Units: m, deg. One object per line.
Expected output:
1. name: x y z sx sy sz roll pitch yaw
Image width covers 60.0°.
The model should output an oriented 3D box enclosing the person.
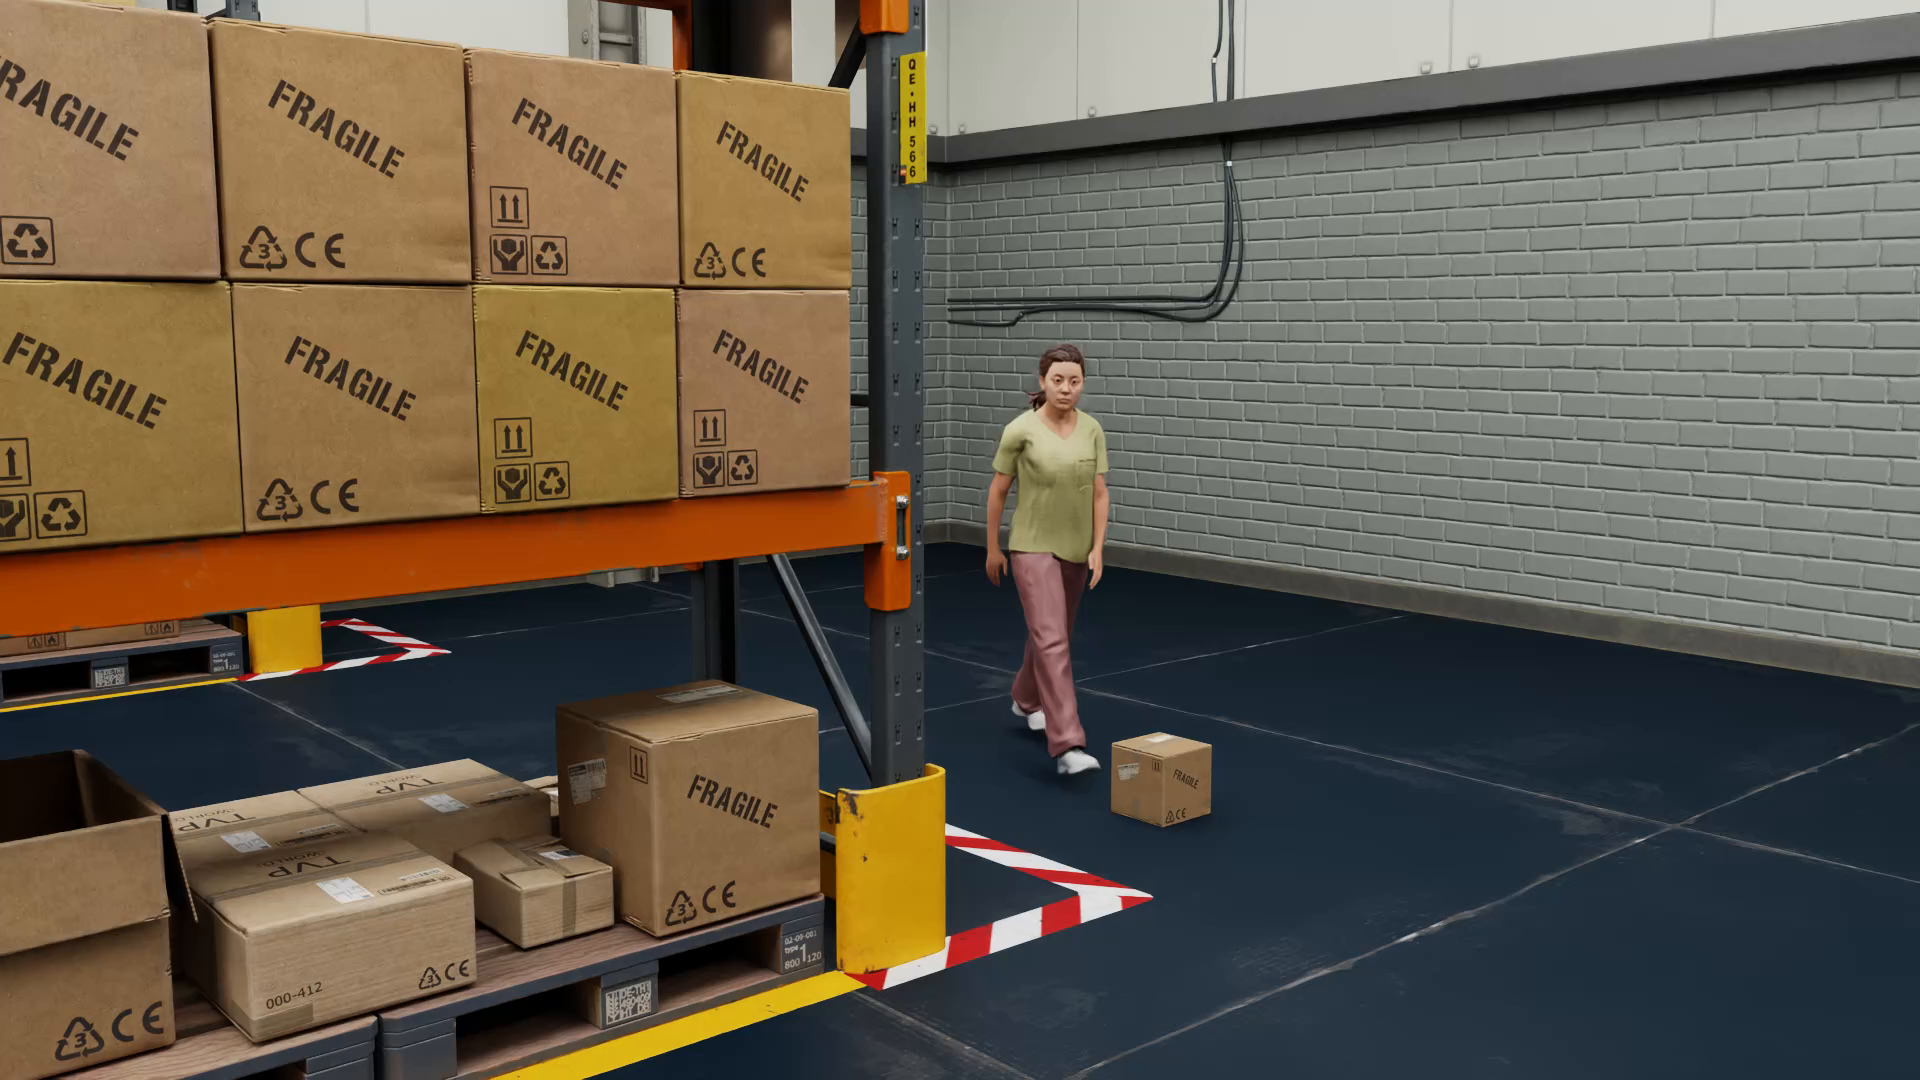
1. person: 0.368 0.045 6.460 0.461 1.610 1.066 -3 8 -24
